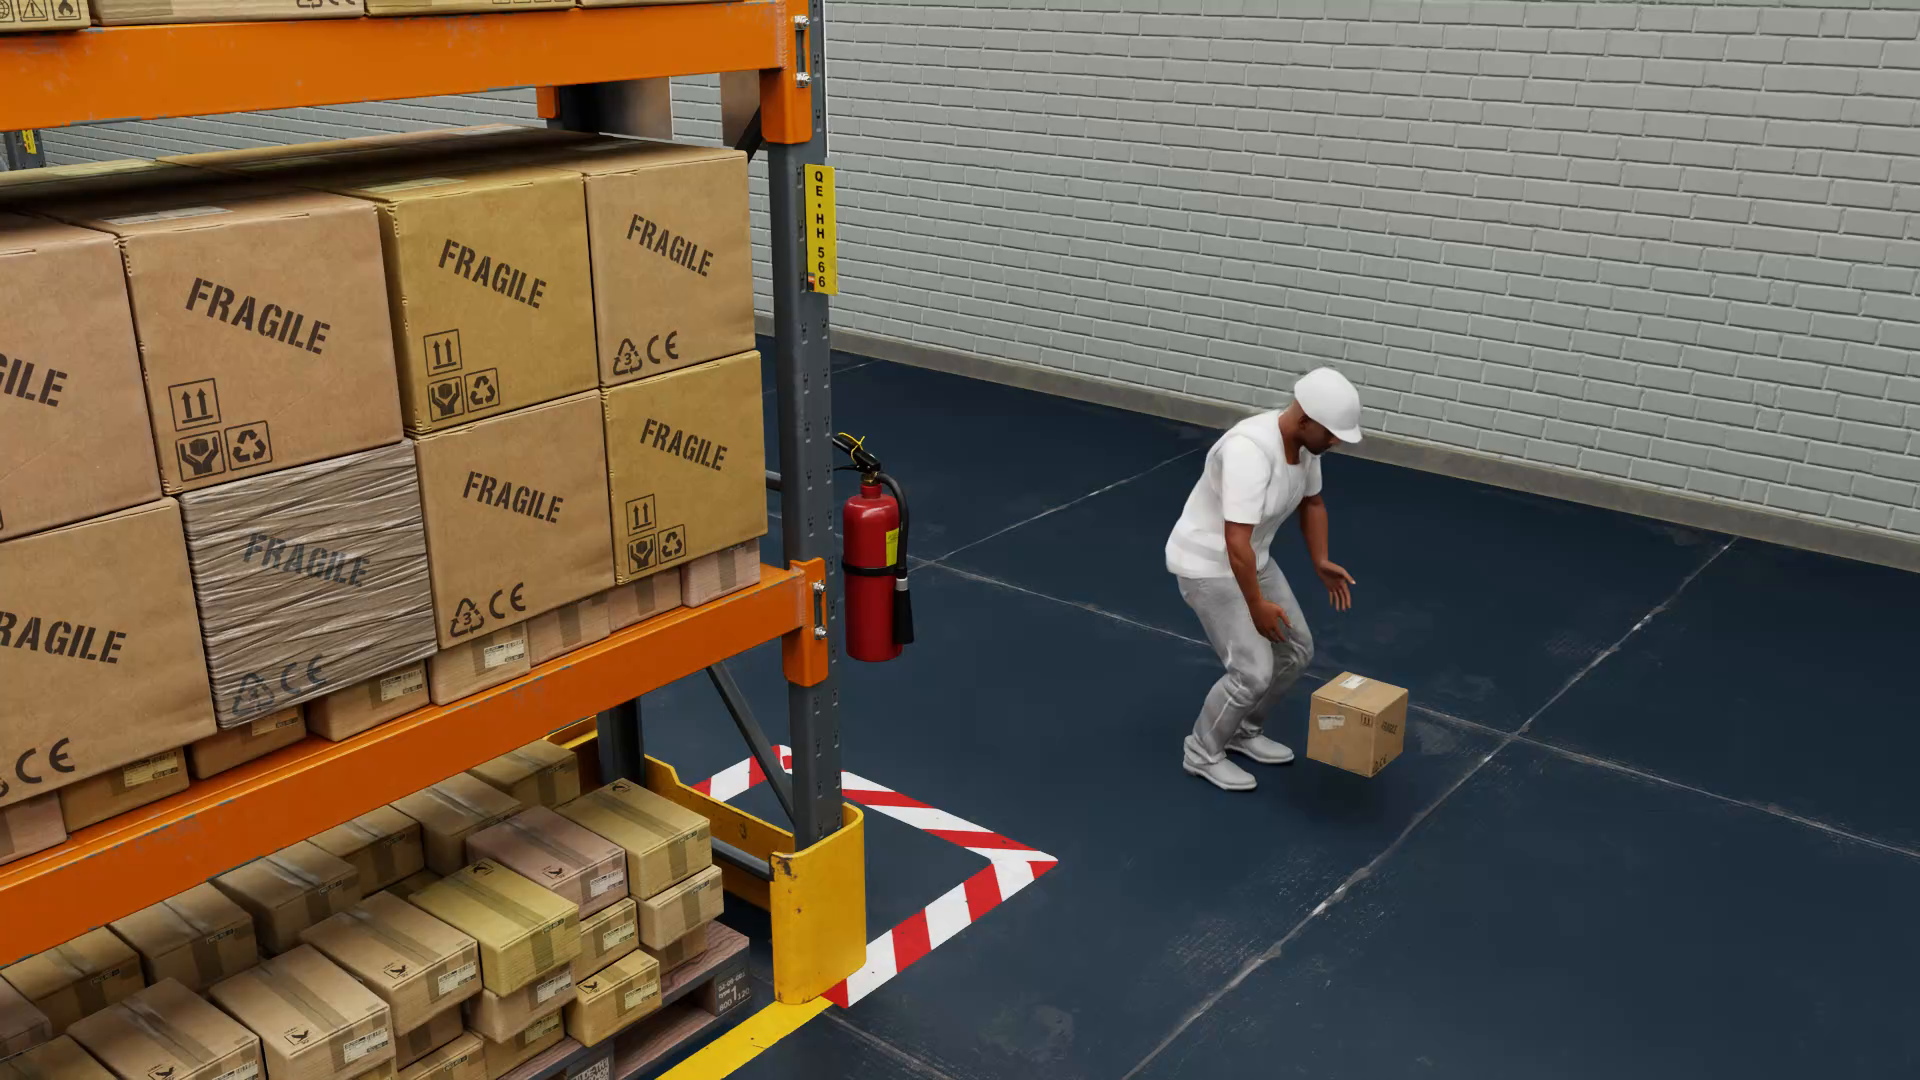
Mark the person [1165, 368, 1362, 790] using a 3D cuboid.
[{"bbox_3d":[1.095,0.115,6.017,0.644,1.568,0.622,16,25,37],"label":"person"}]
